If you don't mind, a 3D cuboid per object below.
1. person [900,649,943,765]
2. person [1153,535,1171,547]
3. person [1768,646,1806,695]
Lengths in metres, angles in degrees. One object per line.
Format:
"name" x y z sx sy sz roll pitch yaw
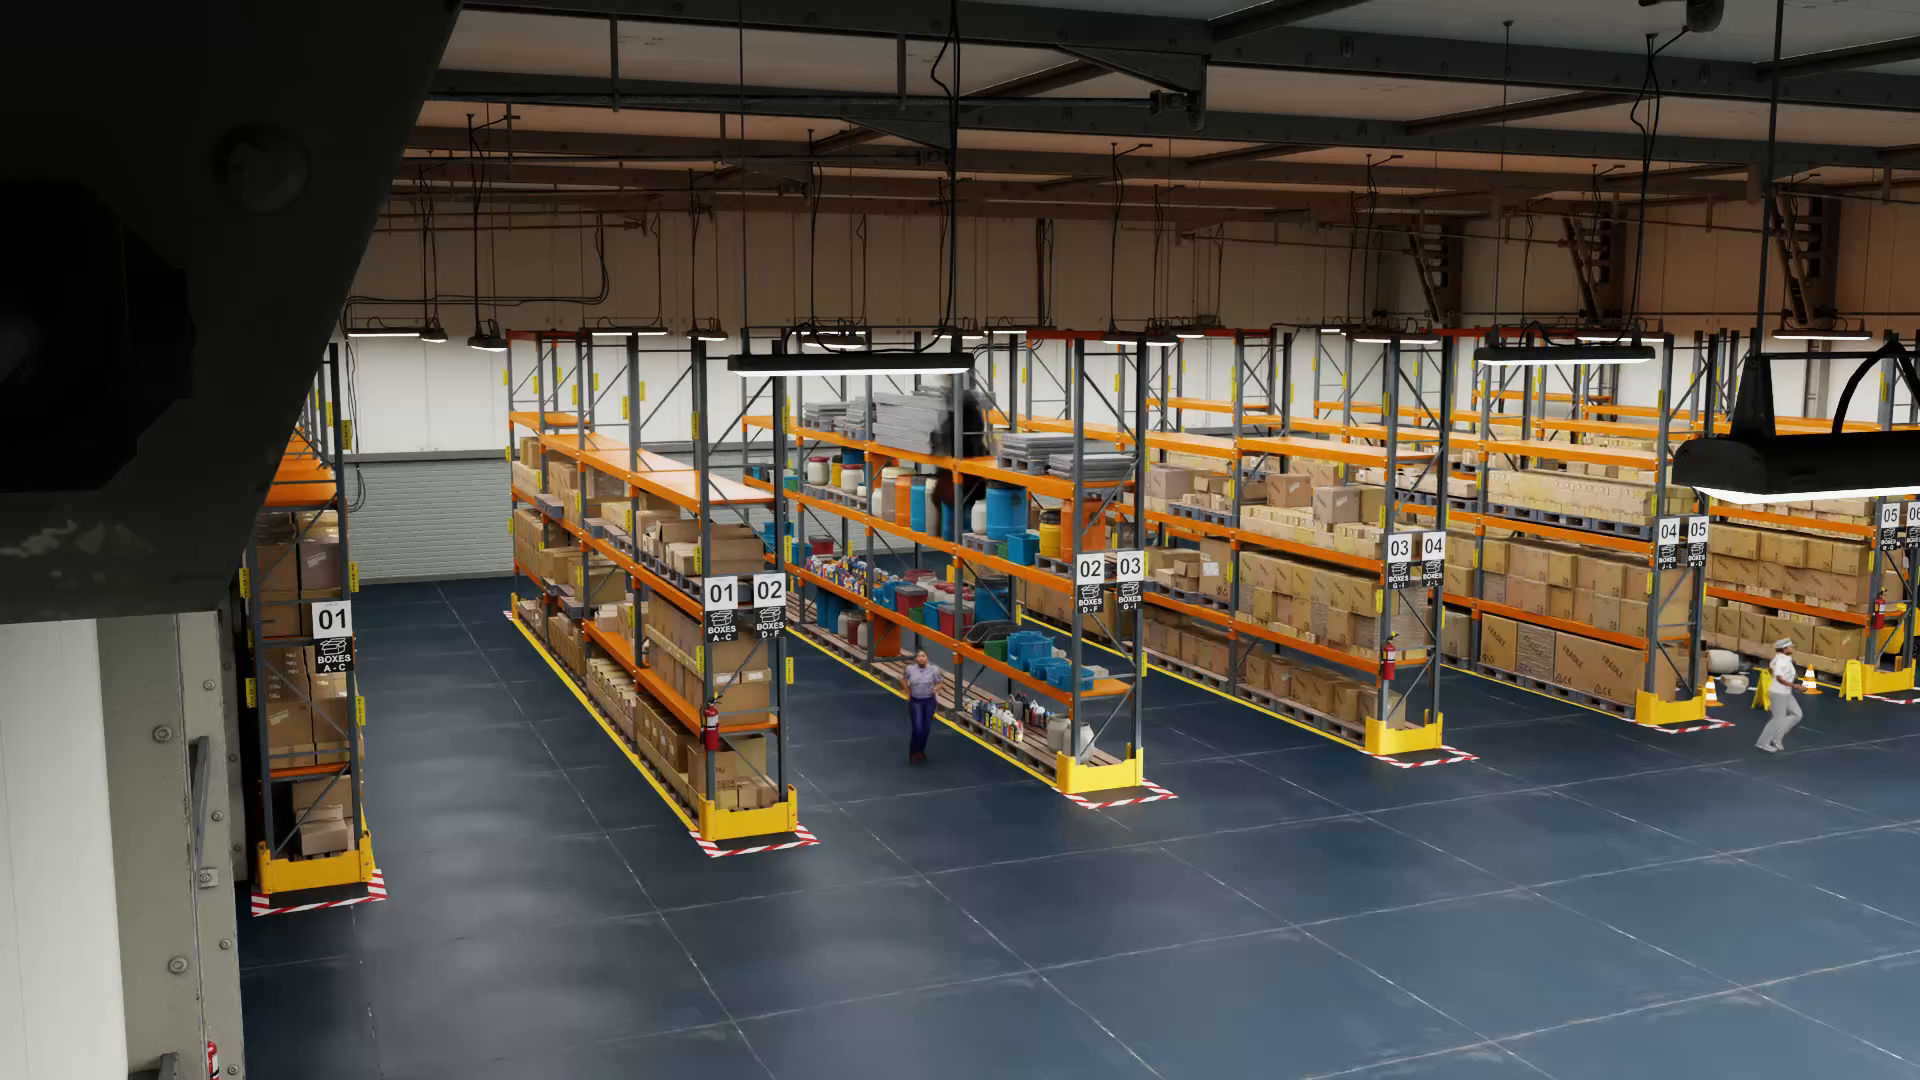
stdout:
"person" 5.865 1.769 27.778 14.694 1.672 6.936 -1 8 -10
"person" -3.227 -0.162 35.284 11.761 3.421 18.565 3 8 20
"person" 11.969 1.857 24.059 0.538 0.835 0.586 5 9 31
